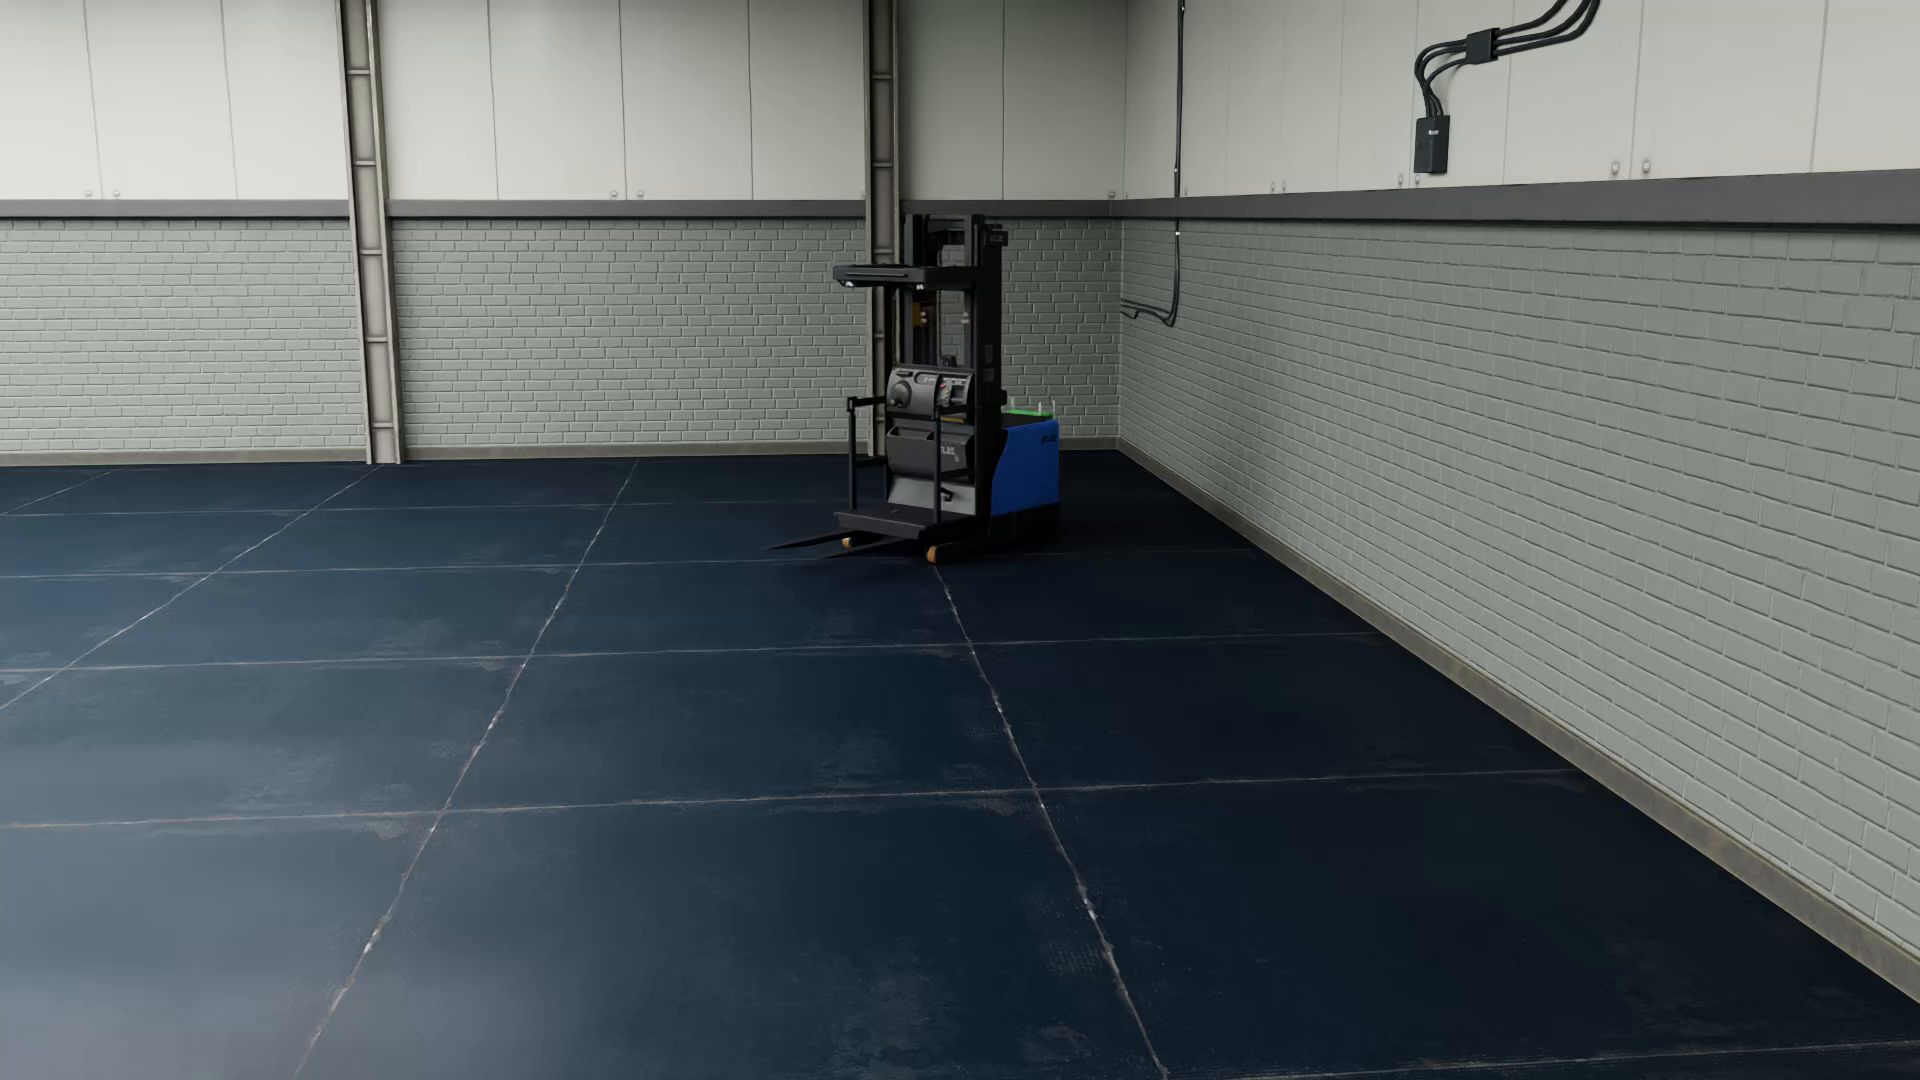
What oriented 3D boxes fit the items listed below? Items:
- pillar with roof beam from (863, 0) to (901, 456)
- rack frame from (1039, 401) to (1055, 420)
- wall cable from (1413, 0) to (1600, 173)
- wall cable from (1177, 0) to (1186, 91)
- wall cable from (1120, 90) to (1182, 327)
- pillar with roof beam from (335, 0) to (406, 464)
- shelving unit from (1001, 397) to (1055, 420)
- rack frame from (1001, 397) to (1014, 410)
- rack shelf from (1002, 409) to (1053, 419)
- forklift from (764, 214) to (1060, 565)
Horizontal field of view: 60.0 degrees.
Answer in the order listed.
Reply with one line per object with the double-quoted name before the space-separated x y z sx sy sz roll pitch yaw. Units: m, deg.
"pillar with roof beam" -0.475 -4.655 15.600 0.400 9.000 9.100 -1 11 -6
"rack frame" 0.816 -0.710 15.748 0.015 1.200 0.240 9 14 38
"wall cable" 3.141 -5.136 9.231 0.169 6.003 2.305 -1 11 -6
"wall cable" 2.423 -5.724 15.995 0.112 2.526 3.097 -1 11 -6
"wall cable" 2.131 -3.765 19.121 0.112 2.526 3.097 -1 11 -6
"pillar with roof beam" -6.440 -4.530 14.964 0.400 9.000 9.100 -1 11 -6
"shelving unit" 0.628 -0.740 15.900 0.503 1.200 0.258 9 14 38
"rack frame" 0.439 -0.770 16.051 0.015 1.200 0.240 9 14 38
"rack shelf" 0.630 -1.149 15.822 0.480 0.148 0.258 9 14 38
"forklift" -0.402 -1.336 14.449 1.130 2.935 3.031 9 14 39
